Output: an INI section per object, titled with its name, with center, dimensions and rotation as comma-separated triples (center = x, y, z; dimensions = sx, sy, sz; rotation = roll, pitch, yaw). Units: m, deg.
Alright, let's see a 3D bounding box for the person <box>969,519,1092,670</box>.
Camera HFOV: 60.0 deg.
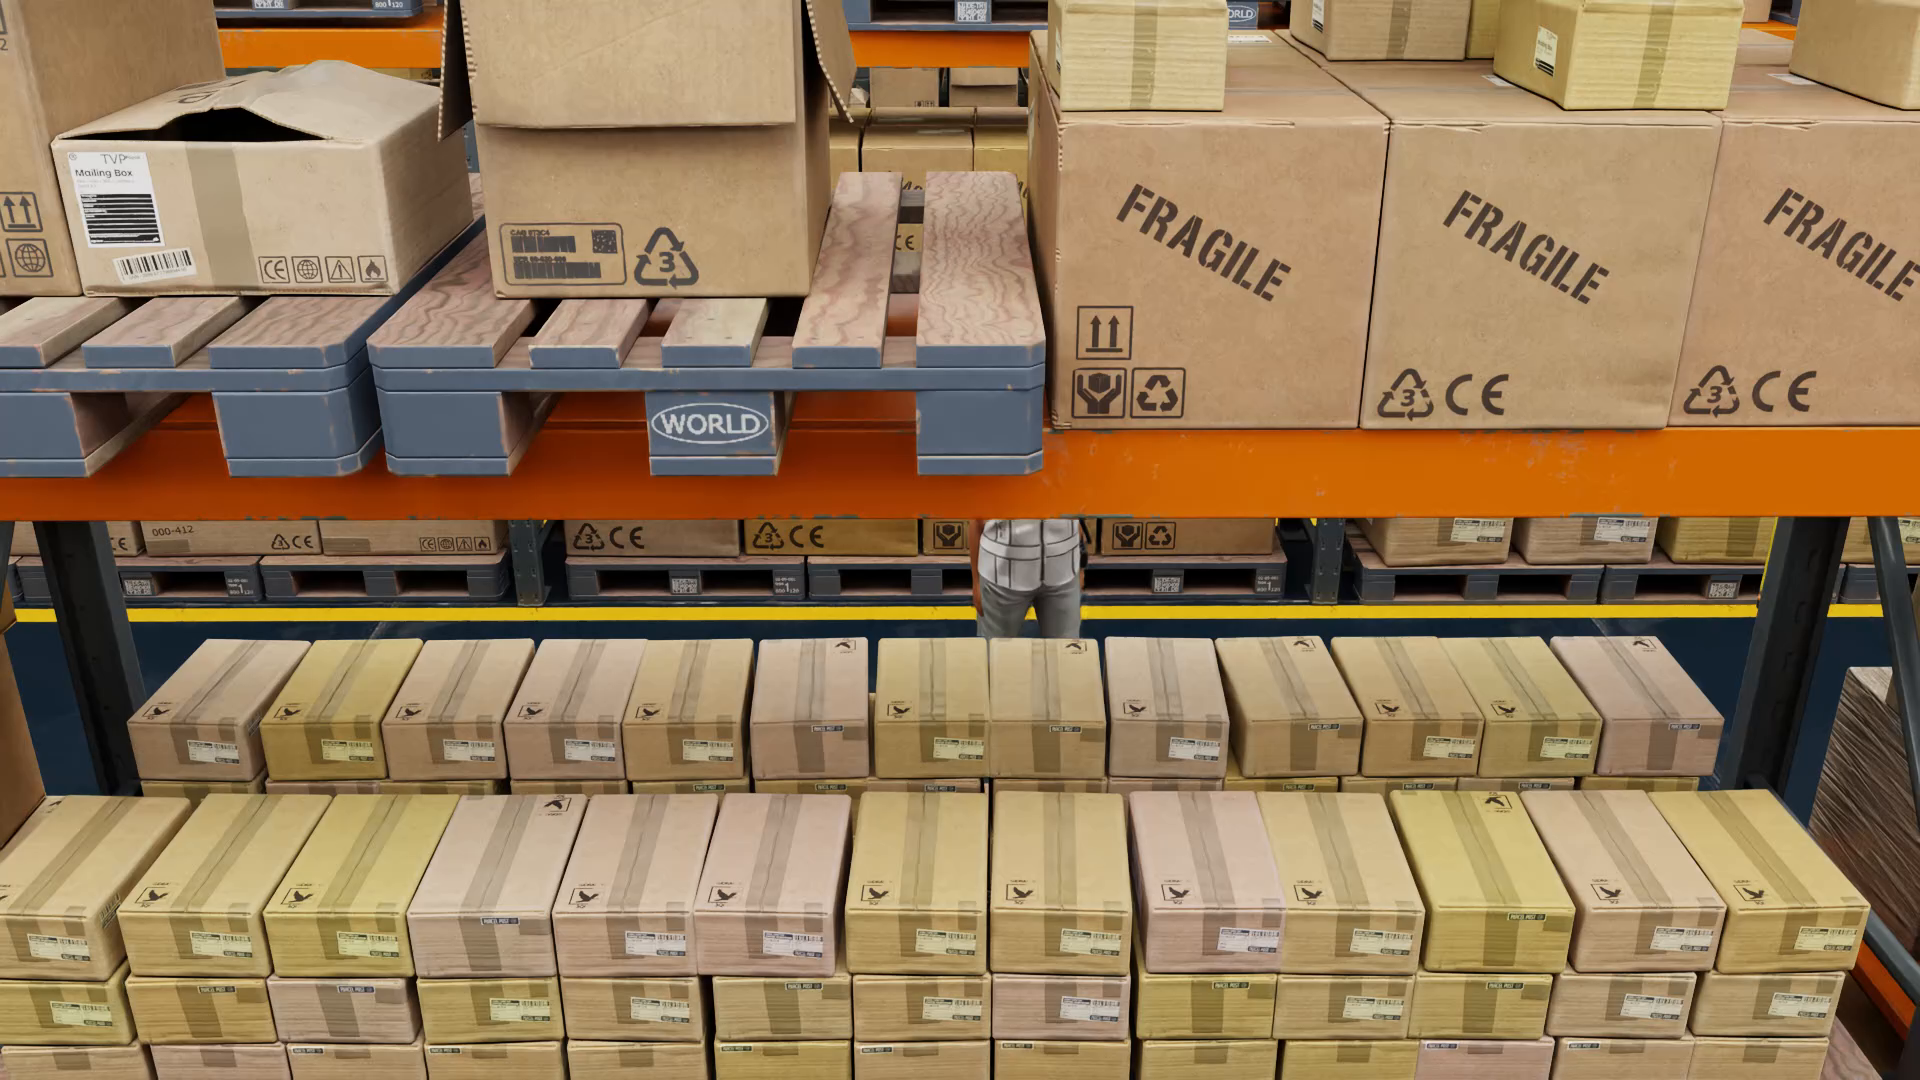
[person]
center = 0.294, 0.172, 6.723
dimensions = 0.485, 1.670, 0.577
rotation = -6, 25, -14
